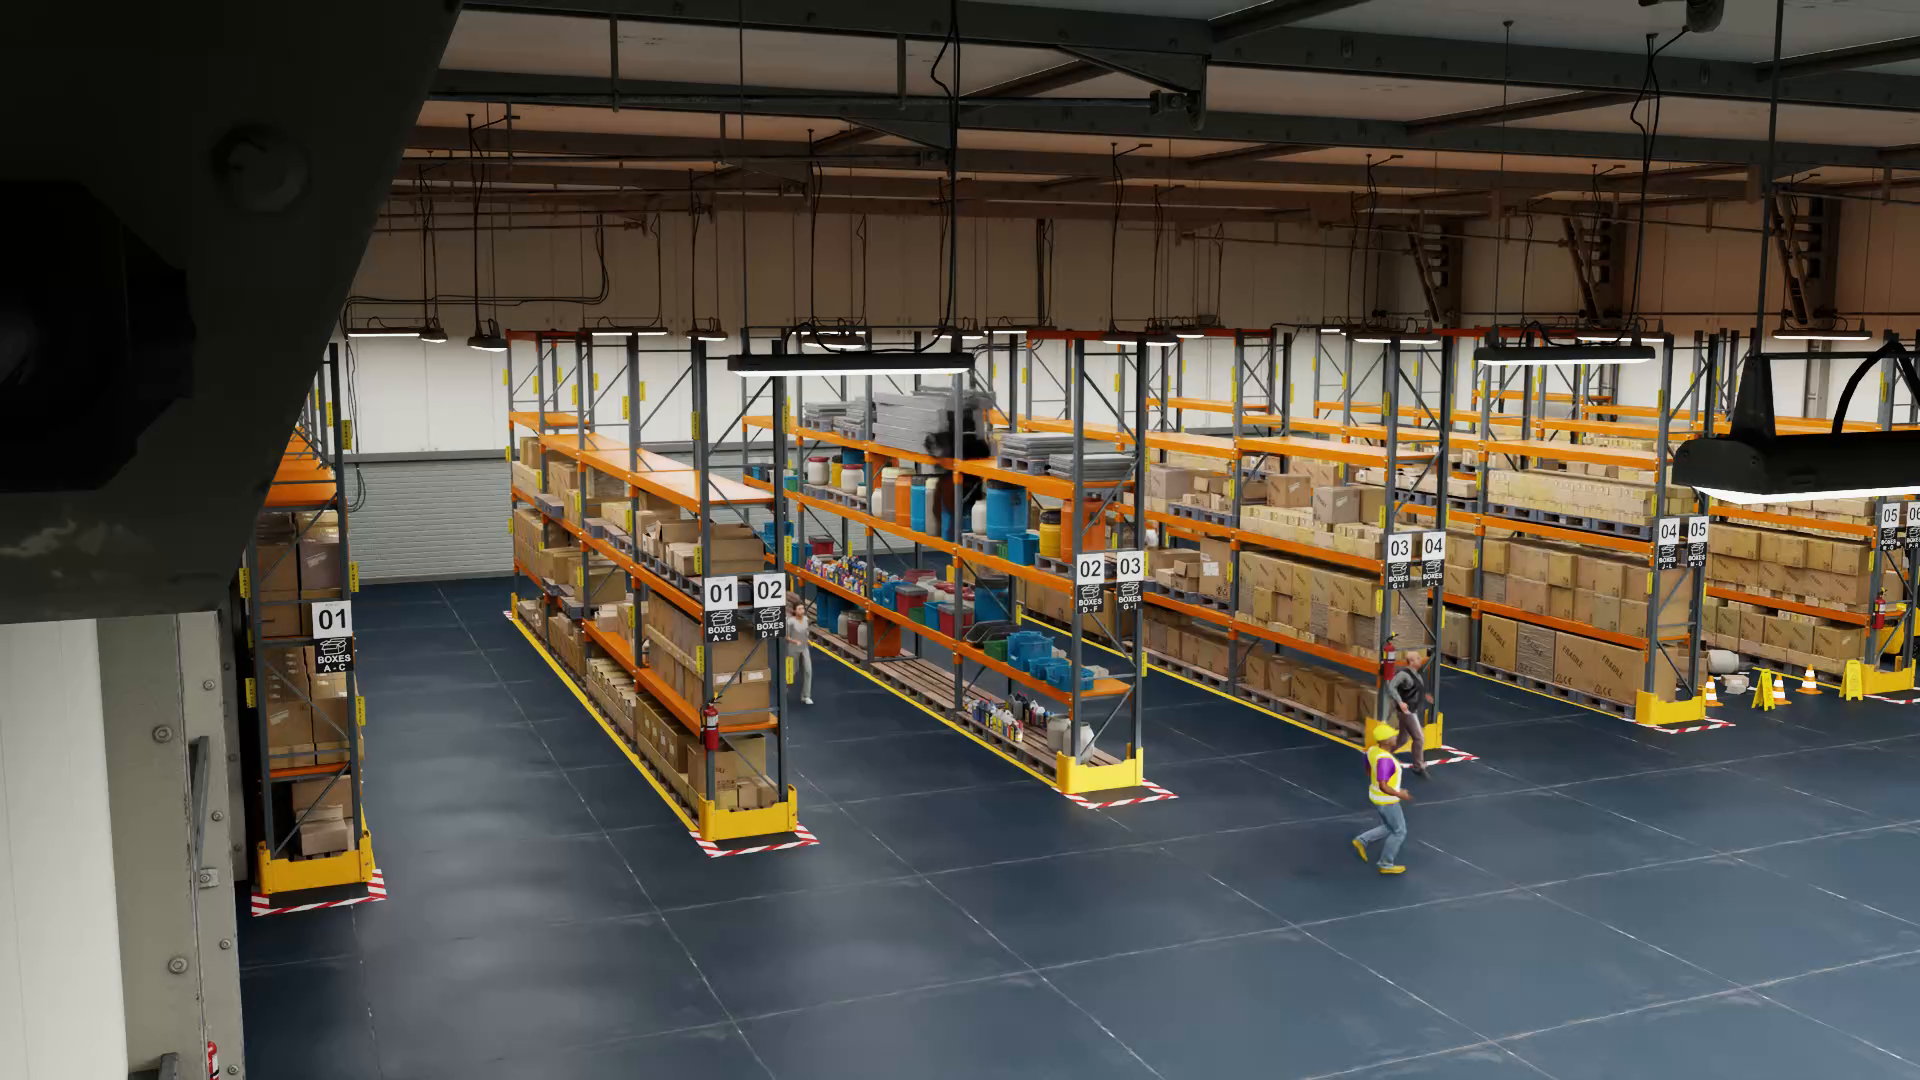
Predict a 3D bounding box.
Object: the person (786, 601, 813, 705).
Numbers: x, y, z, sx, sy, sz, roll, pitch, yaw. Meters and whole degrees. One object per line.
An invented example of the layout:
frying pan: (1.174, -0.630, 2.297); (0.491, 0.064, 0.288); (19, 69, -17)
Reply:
person: (-2.677, 1.811, 27.236); (0.550, 1.656, 0.926); (-5, 9, -35)

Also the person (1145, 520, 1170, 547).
person: (4.407, 0.397, 37.352); (0.700, 1.748, 0.673); (-3, 8, -19)

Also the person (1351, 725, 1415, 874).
person: (4.788, 2.931, 18.820); (0.590, 1.717, 0.697); (0, 8, 1)

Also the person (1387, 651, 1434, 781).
person: (6.140, 2.389, 22.838); (0.840, 1.757, 0.663); (5, 9, 32)
